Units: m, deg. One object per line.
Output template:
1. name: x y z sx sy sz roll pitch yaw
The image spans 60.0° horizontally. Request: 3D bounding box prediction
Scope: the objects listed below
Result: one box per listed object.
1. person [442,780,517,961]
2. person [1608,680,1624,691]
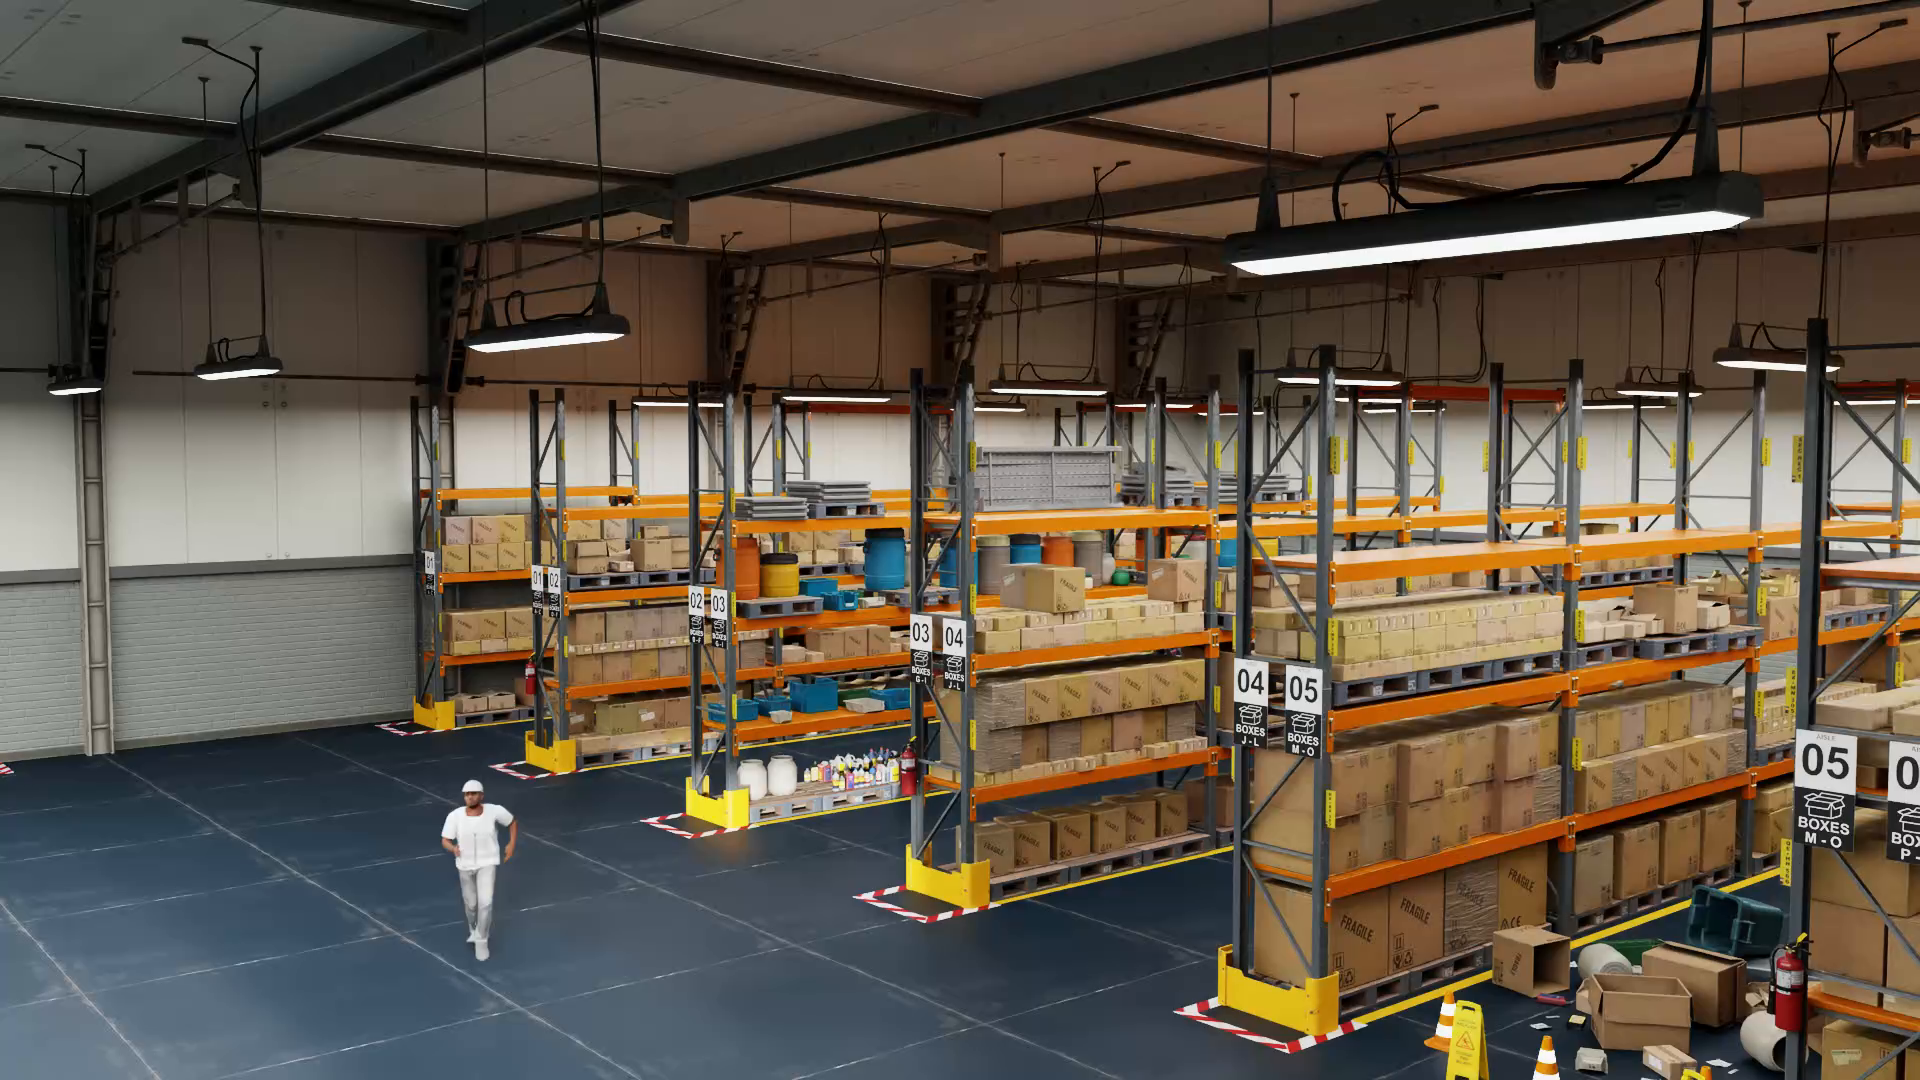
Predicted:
1. person: -4.864 3.315 16.797 0.707 1.794 0.741 0 3 -7
2. person: 9.819 2.871 24.910 0.667 1.618 0.593 -3 4 -38
